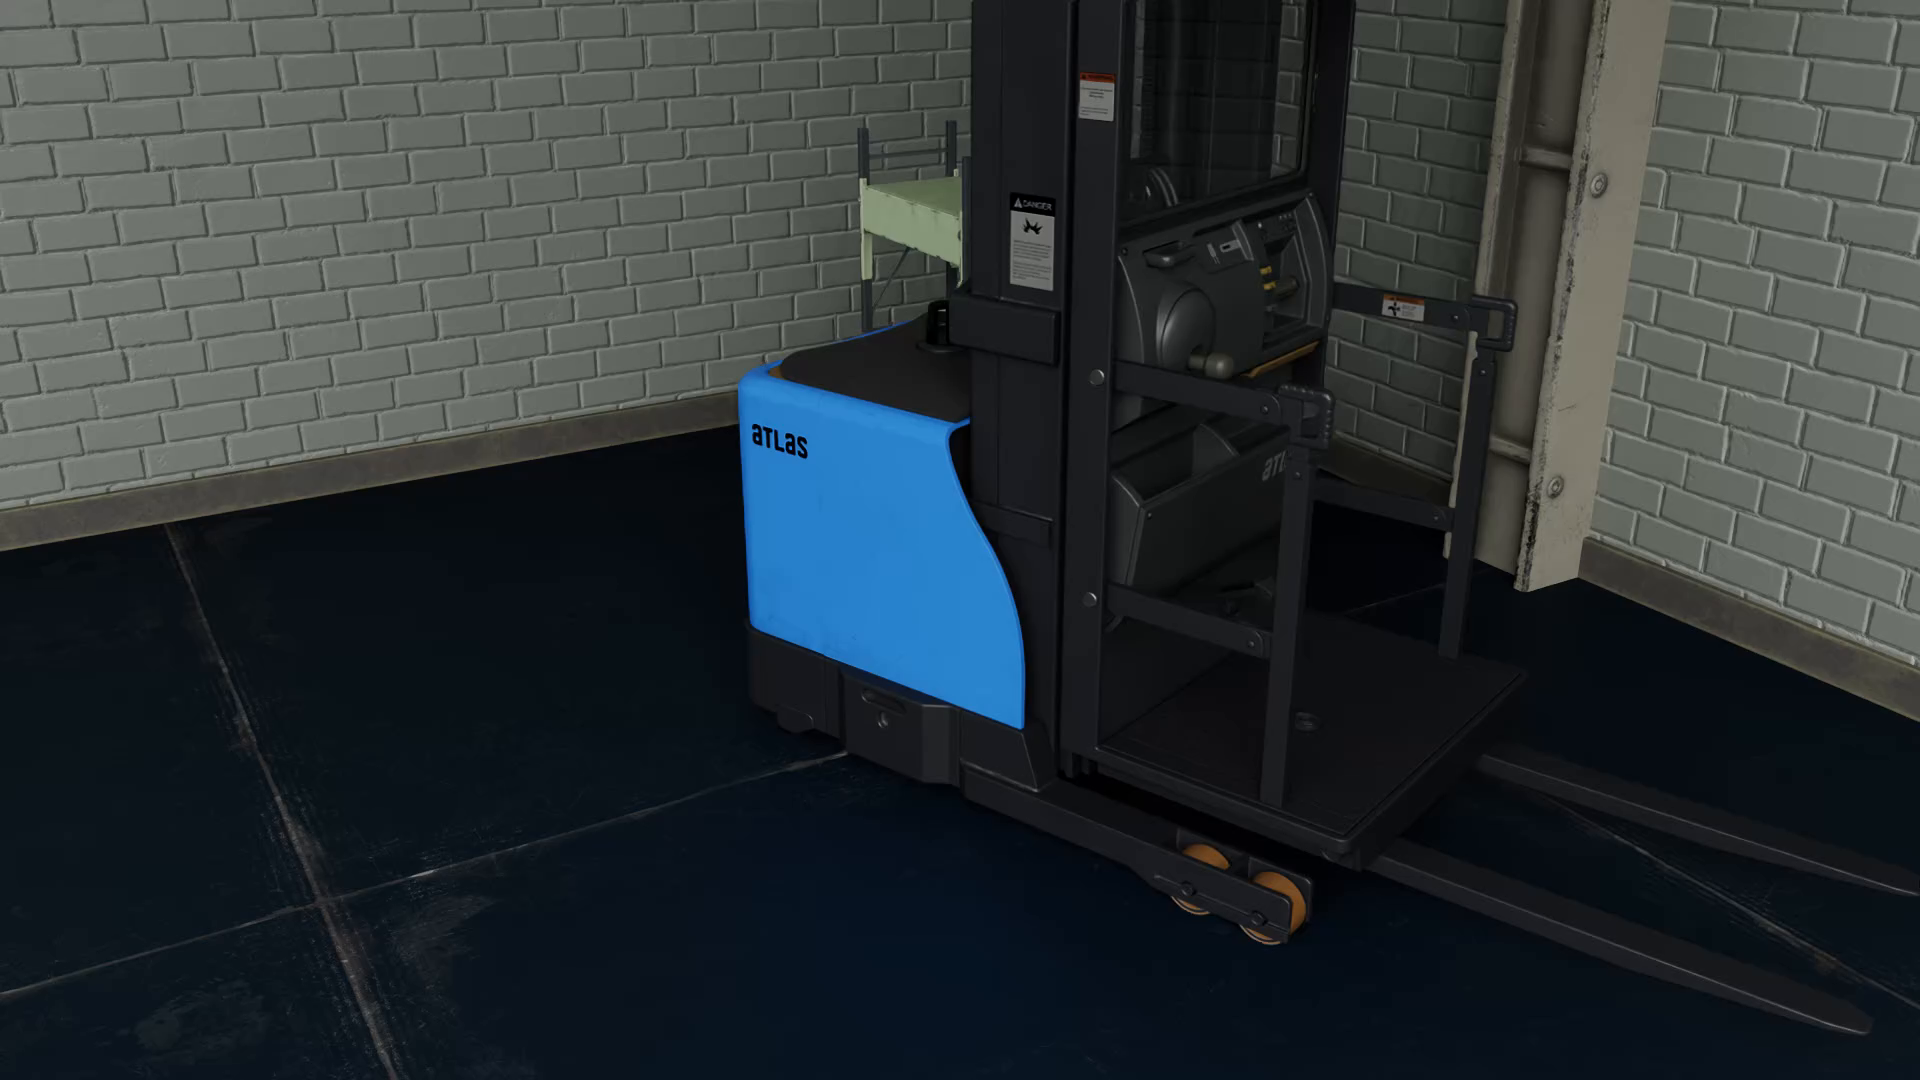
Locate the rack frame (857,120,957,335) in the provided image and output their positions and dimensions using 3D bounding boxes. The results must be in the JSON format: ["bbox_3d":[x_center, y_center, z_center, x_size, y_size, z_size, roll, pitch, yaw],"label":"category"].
[{"bbox_3d":[-0.190,-0.815,6.326,0.400,1.500,0.023,-13,25,-28],"label":"rack frame"}]

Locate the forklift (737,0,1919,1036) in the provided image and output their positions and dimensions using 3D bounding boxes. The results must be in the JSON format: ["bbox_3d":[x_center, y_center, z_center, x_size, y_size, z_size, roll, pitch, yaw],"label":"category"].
[{"bbox_3d":[0.830,-0.623,3.953,3.031,2.935,1.130,17,28,35],"label":"forklift"}]

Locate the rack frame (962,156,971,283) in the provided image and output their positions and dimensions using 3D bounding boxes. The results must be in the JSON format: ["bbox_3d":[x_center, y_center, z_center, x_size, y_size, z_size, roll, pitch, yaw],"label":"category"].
[{"bbox_3d":[0.184,-0.578,5.743,0.400,1.500,0.023,-13,25,-28],"label":"rack frame"}]

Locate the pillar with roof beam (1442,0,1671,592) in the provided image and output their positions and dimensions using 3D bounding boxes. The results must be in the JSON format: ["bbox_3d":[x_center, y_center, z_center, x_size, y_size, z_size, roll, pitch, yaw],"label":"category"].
[{"bbox_3d":[-1.682,-3.249,2.354,9.100,9.000,0.400,-13,25,-28],"label":"pillar with roof beam"}]

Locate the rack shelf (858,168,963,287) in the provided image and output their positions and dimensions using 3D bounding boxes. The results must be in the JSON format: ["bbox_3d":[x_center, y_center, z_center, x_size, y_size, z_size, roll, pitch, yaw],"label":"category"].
[{"bbox_3d":[-0.003,-1.058,5.887,0.431,0.370,0.720,-13,25,-28],"label":"rack shelf"}]

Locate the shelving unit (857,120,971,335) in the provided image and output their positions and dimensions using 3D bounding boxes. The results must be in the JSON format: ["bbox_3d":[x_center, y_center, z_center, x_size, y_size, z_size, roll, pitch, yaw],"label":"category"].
[{"bbox_3d":[-0.003,-0.697,6.034,0.431,1.500,0.755,-13,25,-28],"label":"shelving unit"}]
